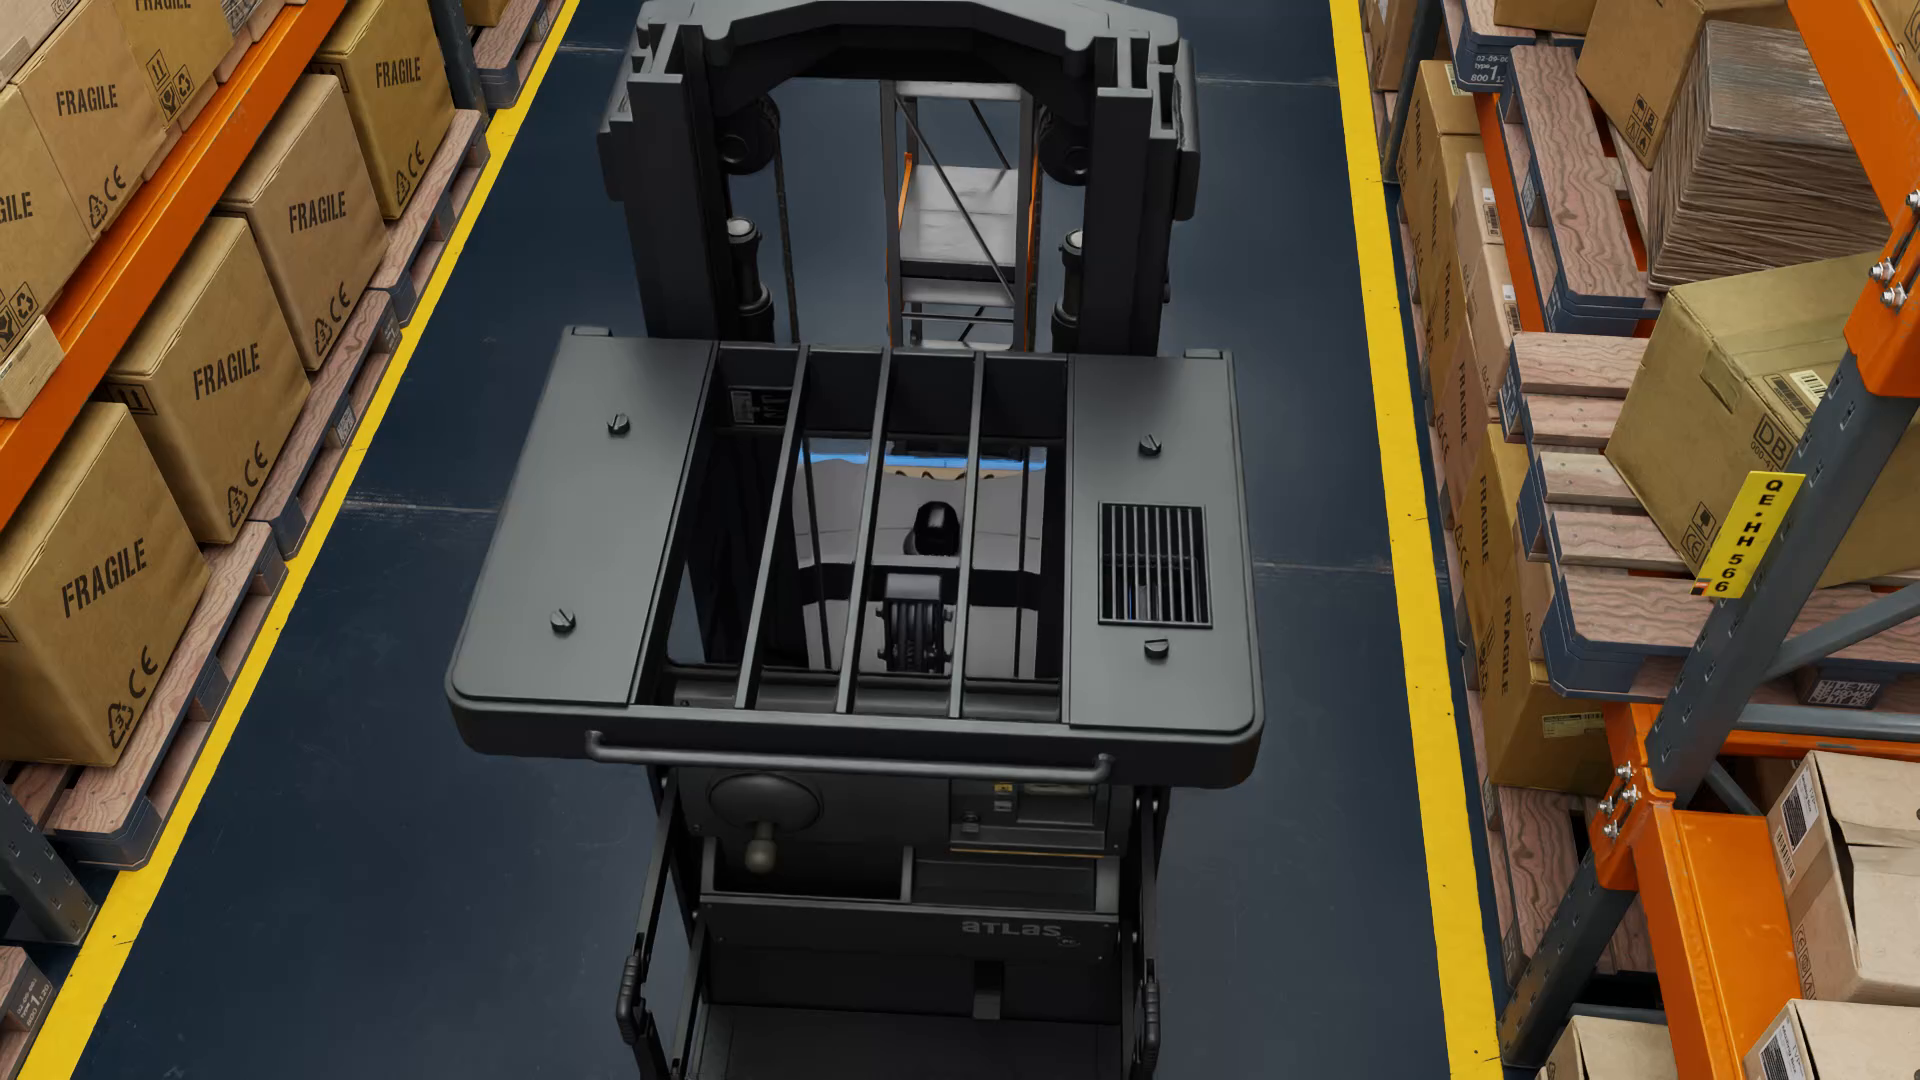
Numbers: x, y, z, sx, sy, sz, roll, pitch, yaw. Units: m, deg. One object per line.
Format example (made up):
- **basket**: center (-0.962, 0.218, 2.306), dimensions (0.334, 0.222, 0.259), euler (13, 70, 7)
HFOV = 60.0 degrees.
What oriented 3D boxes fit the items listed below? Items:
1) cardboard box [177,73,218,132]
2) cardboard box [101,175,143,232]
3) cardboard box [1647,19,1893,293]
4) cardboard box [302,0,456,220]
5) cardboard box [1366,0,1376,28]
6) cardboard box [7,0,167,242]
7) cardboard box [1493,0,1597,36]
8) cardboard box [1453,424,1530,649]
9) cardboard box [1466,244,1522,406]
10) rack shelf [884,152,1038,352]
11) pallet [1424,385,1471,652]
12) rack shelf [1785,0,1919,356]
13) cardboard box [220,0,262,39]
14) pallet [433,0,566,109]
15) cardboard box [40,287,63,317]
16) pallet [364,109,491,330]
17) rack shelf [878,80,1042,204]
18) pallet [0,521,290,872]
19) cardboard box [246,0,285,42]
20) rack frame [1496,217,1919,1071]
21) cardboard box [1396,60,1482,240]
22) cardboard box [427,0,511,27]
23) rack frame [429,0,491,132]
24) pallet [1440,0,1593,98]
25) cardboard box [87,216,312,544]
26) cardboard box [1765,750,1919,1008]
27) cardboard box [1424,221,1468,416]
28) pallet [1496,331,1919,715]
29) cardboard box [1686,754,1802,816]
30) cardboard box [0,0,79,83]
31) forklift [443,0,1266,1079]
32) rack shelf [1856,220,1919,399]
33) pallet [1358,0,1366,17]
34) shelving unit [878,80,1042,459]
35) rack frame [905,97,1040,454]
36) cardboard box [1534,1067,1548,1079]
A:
- **cardboard box**: center (-2.556, -1.410, 5.164), dimensions (0.380, 0.149, 0.250), euler (5, 48, 5)
- **cardboard box**: center (-2.627, -1.037, 4.823), dimensions (0.380, 0.149, 0.250), euler (5, 48, 4)
- **cardboard box**: center (2.175, -0.916, 4.203), dimensions (0.700, 0.500, 0.500), euler (12, 49, 11)
- **cardboard box**: center (-2.542, -1.811, 6.546), dimensions (0.750, 0.750, 0.750), euler (4, 48, 4)
- **cardboard box**: center (2.065, -2.454, 7.596), dimensions (0.380, 0.149, 0.250), euler (4, 48, 4)
- **cardboard box**: center (-2.574, -1.171, 4.505), dimensions (0.500, 0.500, 0.500), euler (4, 48, 3)
- **cardboard box**: center (2.056, -1.883, 5.087), dimensions (0.700, 0.500, 0.500), euler (11, 48, 10)
- **cardboard box**: center (1.856, 0.001, 5.112), dimensions (0.500, 0.500, 0.500), euler (2, 48, 2)
- **cardboard box**: center (1.898, -0.666, 5.214), dimensions (0.500, 0.250, 0.500), euler (3, 48, 3)
- **rack shelf**: center (0.015, -0.821, 5.097), dimensions (0.431, 0.518, 0.480), euler (4, 48, 4)
- **pallet**: center (2.176, -0.110, 5.708), dimensions (1.003, 0.211, 1.213), euler (4, 48, 4)
- **rack shelf**: center (2.139, -1.850, 3.864), dimensions (1.077, 0.370, 4.000), euler (4, 48, 4)
- **cardboard box**: center (-2.494, -1.922, 5.192), dimensions (0.500, 0.500, 0.500), euler (4, 48, 4)
- **pallet**: center (-2.465, -2.493, 7.887), dimensions (1.003, 0.211, 1.213), euler (4, 48, 4)
- **cardboard box**: center (-2.676, -0.657, 4.475), dimensions (0.380, 0.149, 0.250), euler (3, 48, 3)
- **pallet**: center (-2.607, -1.368, 6.858), dimensions (1.003, 0.211, 1.213), euler (4, 48, 4)
- **rack shelf**: center (0.015, -1.294, 4.580), dimensions (0.431, 0.518, 0.480), euler (4, 48, 4)
- **pallet**: center (-2.830, 0.425, 5.218), dimensions (1.003, 0.211, 1.213), euler (4, 48, 4)
- **cardboard box**: center (-2.483, -1.788, 5.509), dimensions (0.380, 0.149, 0.250), euler (4, 48, 4)
- **rack frame**: center (1.957, 0.389, 3.362), dimensions (1.000, 3.000, 0.127), euler (4, 48, 4)
- **cardboard box**: center (2.035, -1.516, 6.500), dimensions (0.500, 0.500, 0.500), euler (2, 48, 2)
- **cardboard box**: center (-2.442, -2.722, 7.616), dimensions (0.700, 0.500, 0.500), euler (4, 48, 4)
- **rack frame**: center (-2.612, -2.881, 6.352), dimensions (1.000, 3.000, 0.127), euler (4, 48, 4)
- **pallet**: center (2.140, -1.906, 5.590), dimensions (1.003, 0.211, 1.213), euler (4, 48, 4)
- **cardboard box**: center (-2.693, -0.533, 5.377), dimensions (0.750, 0.750, 0.750), euler (4, 48, 3)
- **cardboard box**: center (1.880, 0.683, 3.153), dimensions (0.500, 0.311, 0.500), euler (7, 48, 6)
- **cardboard box**: center (1.944, -0.757, 5.805), dimensions (0.500, 0.500, 0.500), euler (4, 48, 4)
- **pallet**: center (1.949, -0.049, 3.892), dimensions (1.213, 0.211, 1.003), euler (4, 48, 4)
- **cardboard box**: center (2.283, 0.769, 4.410), dimensions (0.500, 0.500, 0.500), euler (6, 48, 5)
- **cardboard box**: center (-2.589, -1.415, 4.220), dimensions (0.500, 0.250, 0.500), euler (4, 48, 4)
- **forklift**: center (-0.121, 0.593, 3.222), dimensions (1.130, 2.935, 3.031), euler (2, 48, 2)
- **rack shelf**: center (1.774, 1.089, 1.176), dimensions (1.077, 0.370, 4.000), euler (4, 48, 4)
- **pallet**: center (2.493, -3.013, 8.363), dimensions (1.003, 0.211, 1.213), euler (4, 48, 4)
- **shelving unit**: center (0.015, -0.830, 5.086), dimensions (0.431, 2.100, 0.503), euler (4, 48, 4)
- **rack frame**: center (0.037, -1.010, 5.250), dimensions (0.400, 2.100, 0.015), euler (4, 48, 4)
- **cardboard box**: center (1.617, 1.540, 3.887), dimensions (0.500, 0.250, 0.500), euler (4, 48, 3)
